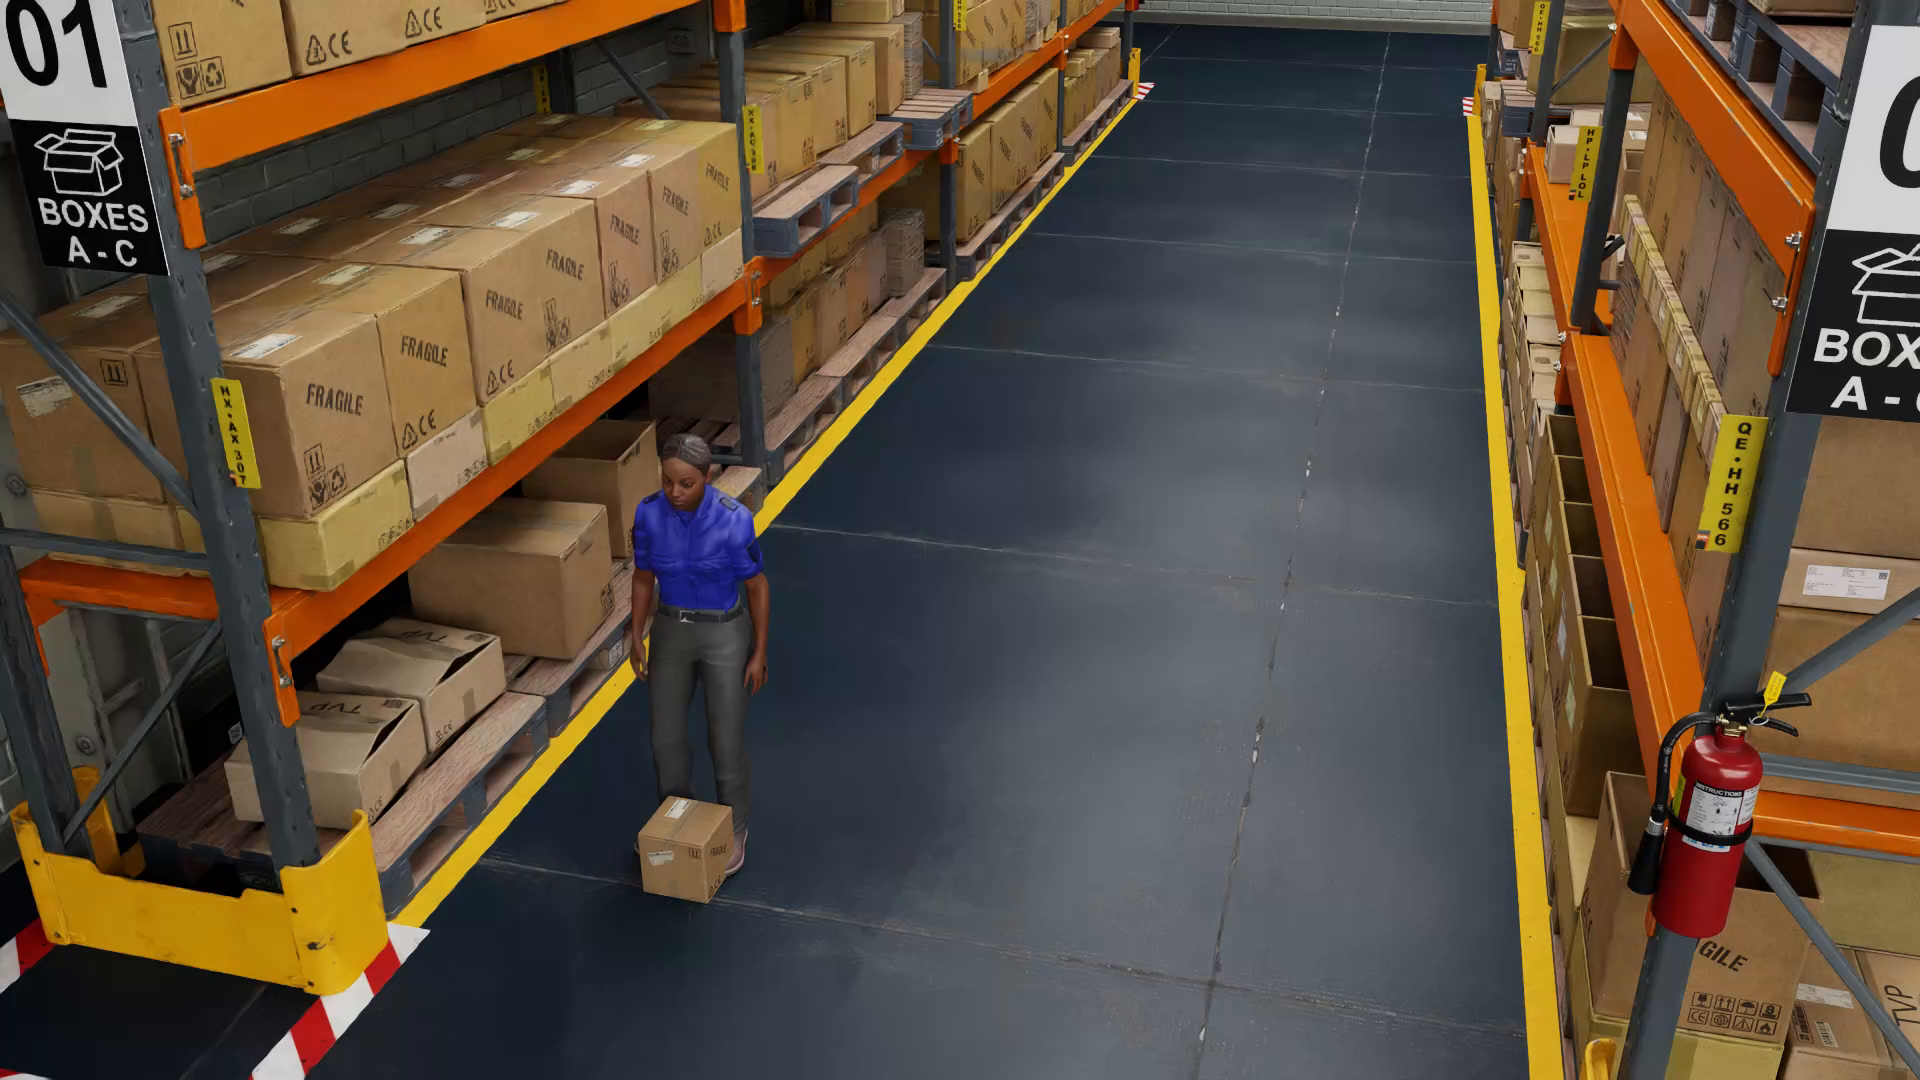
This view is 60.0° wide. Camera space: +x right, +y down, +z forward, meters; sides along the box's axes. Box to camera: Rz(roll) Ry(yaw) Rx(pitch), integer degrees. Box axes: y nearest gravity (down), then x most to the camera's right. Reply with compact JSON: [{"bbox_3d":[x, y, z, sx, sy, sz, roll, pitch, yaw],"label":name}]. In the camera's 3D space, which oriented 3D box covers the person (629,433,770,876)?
[{"bbox_3d":[-0.927,0.382,5.813,0.529,1.656,0.395,5,26,11],"label":"person"}]
